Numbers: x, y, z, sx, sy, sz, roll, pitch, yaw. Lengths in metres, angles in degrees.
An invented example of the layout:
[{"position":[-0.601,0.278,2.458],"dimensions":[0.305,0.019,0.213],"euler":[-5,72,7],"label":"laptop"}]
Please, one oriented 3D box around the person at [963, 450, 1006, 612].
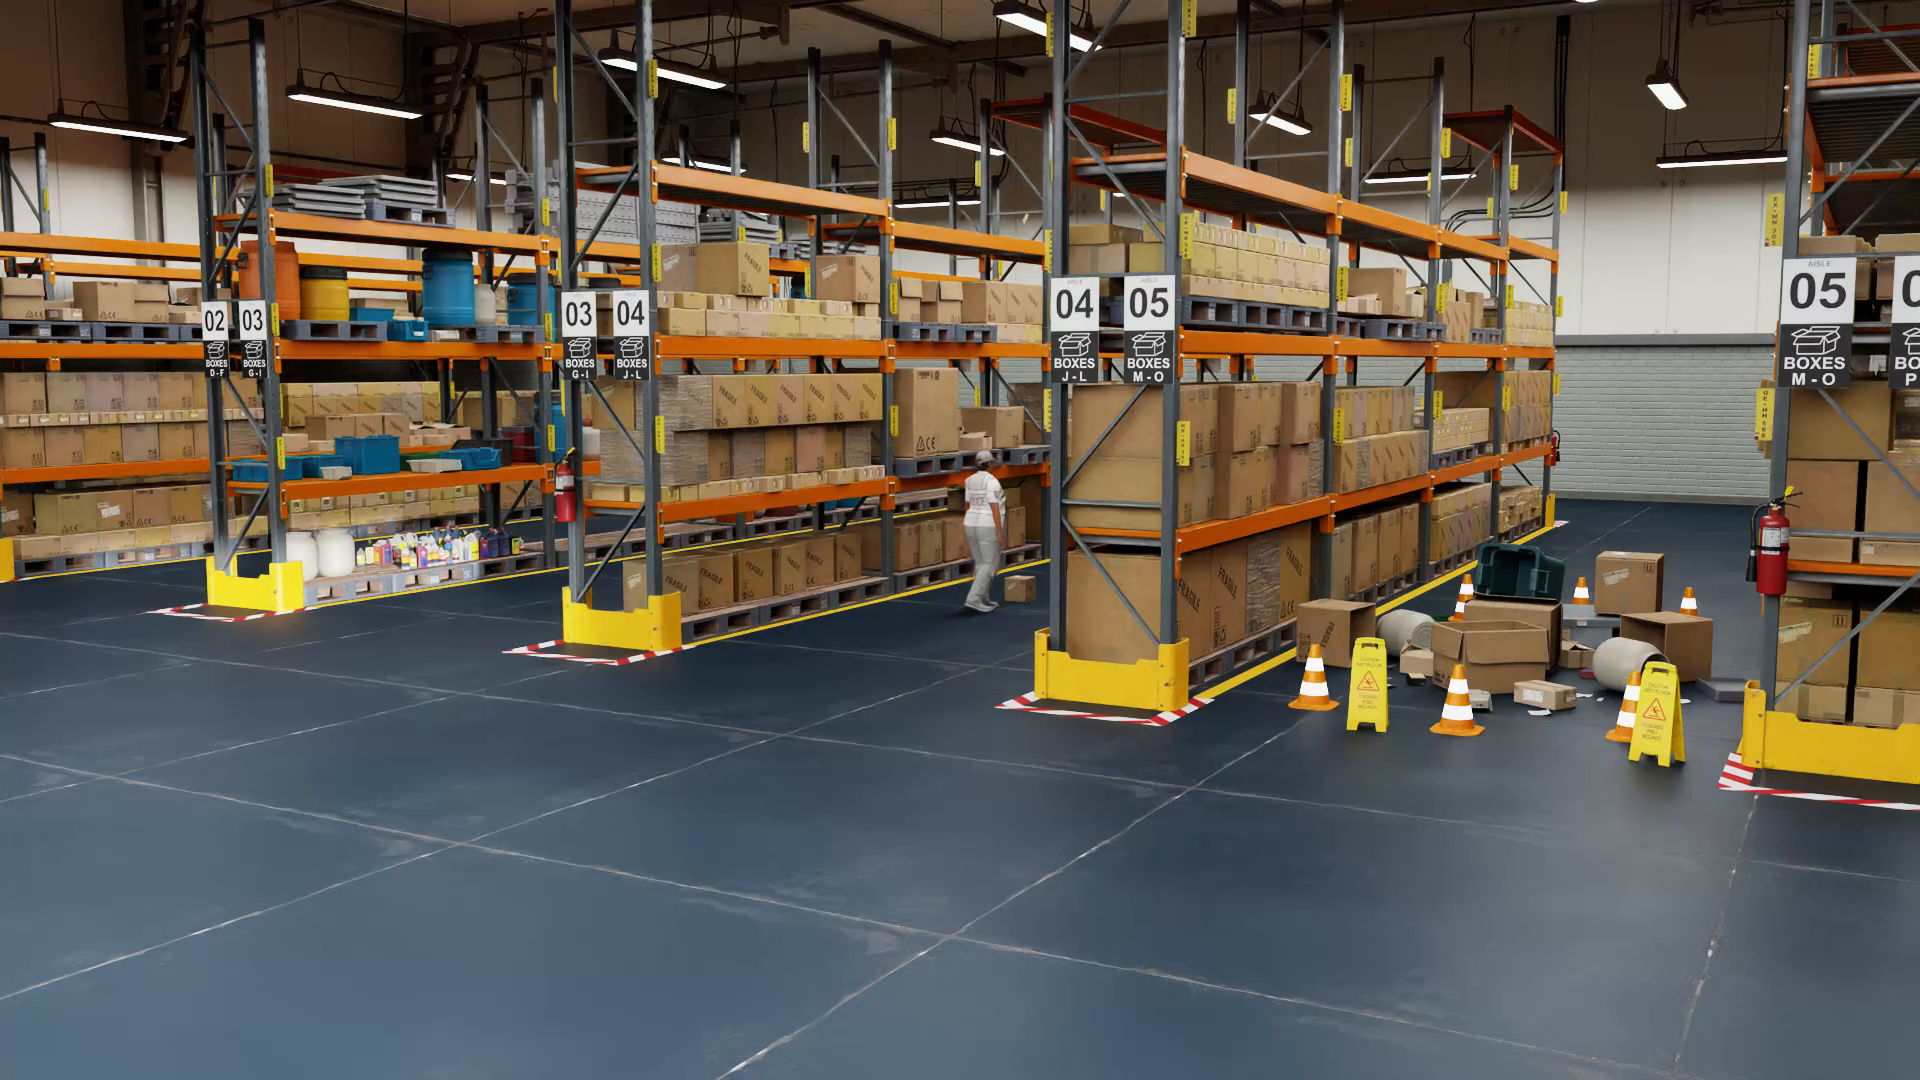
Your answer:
[{"position":[0.239,-0.093,17.203],"dimensions":[0.588,1.663,0.526],"euler":[-5,8,-37],"label":"person"}]
